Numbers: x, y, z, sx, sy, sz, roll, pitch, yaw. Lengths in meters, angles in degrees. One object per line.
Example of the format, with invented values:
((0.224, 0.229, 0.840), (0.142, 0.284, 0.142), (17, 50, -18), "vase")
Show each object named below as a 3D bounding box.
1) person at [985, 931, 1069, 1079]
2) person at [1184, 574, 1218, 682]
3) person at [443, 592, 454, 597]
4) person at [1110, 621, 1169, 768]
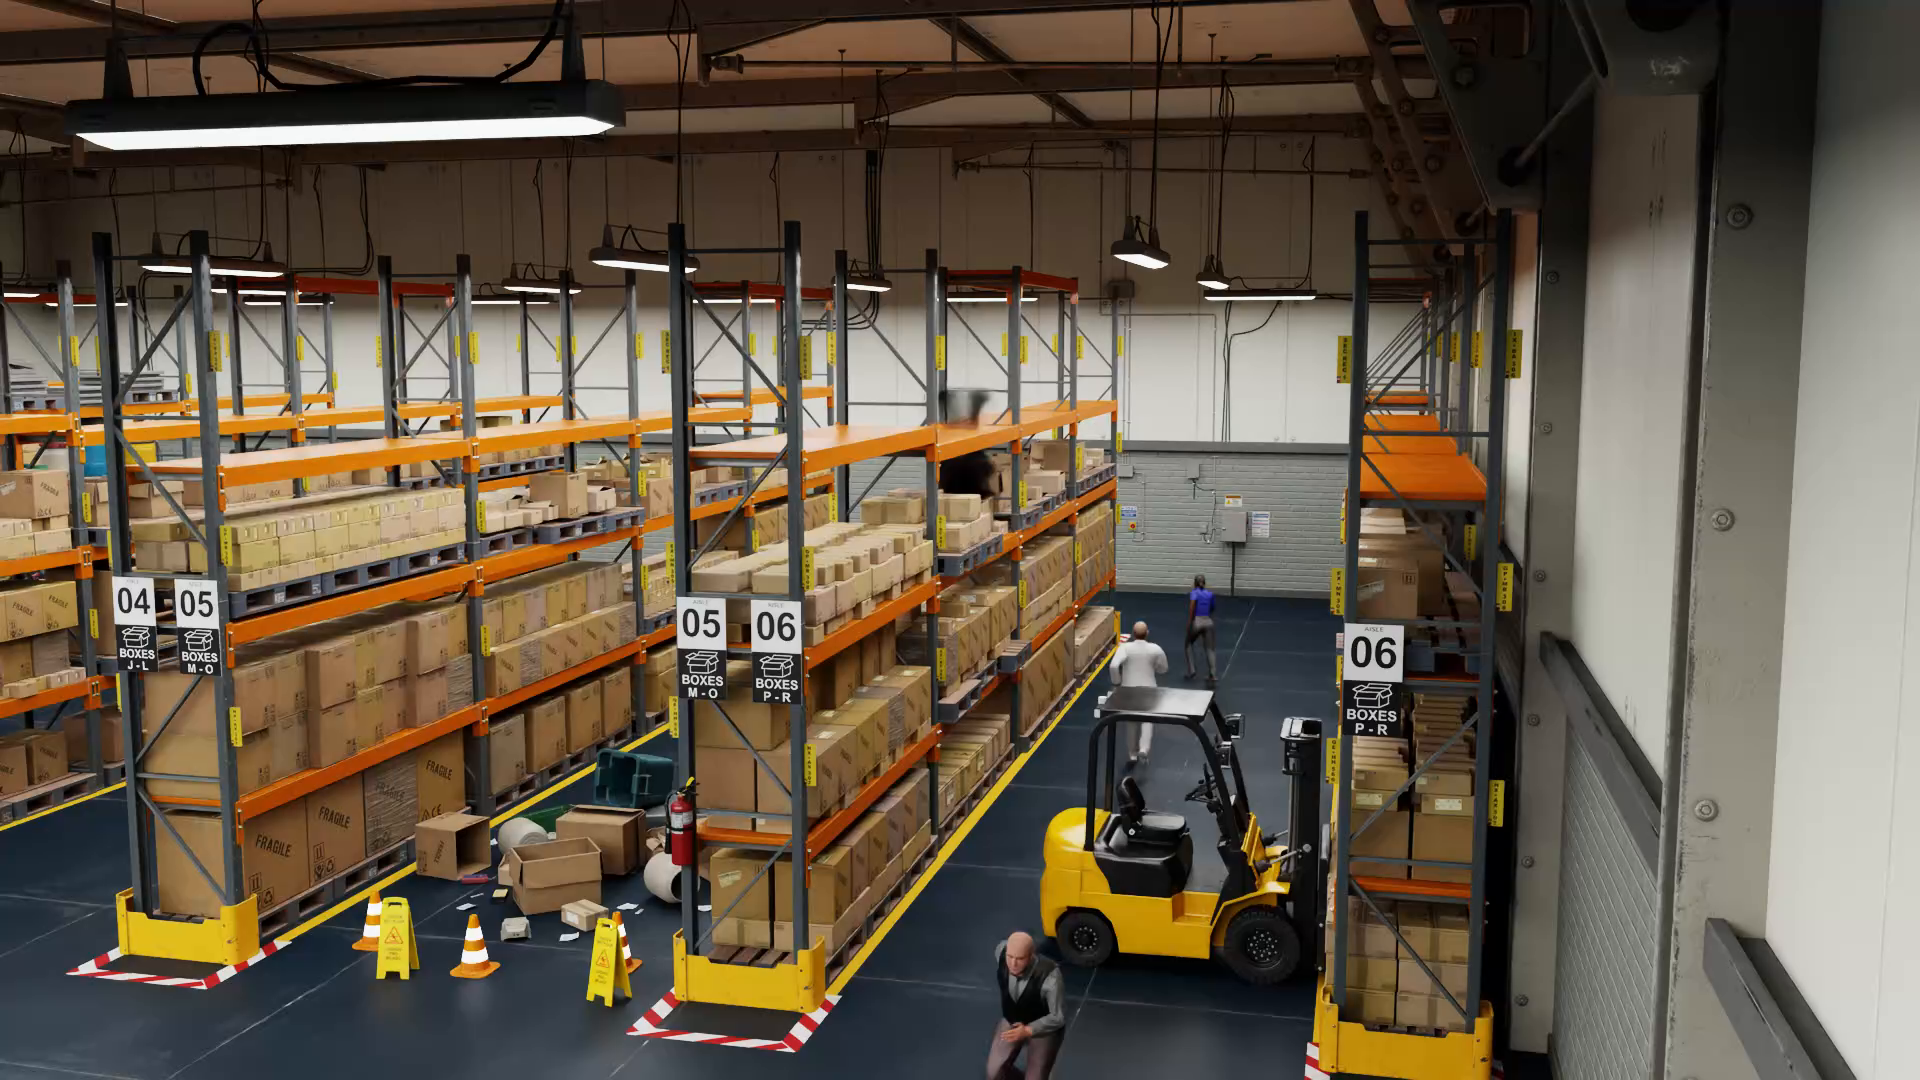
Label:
((0.450, 3.133, 10.615), (0.636, 1.499, 0.994), (4, 8, 27), "person")
((3.612, 1.338, 24.969), (0.570, 1.628, 0.961), (-2, 7, -13), "person")
((-6.977, 1.556, 22.877), (0.521, 1.691, 0.780), (2, 7, 14), "person")
((2.149, 1.834, 19.921), (0.694, 1.750, 1.063), (1, 7, 8), "person")
